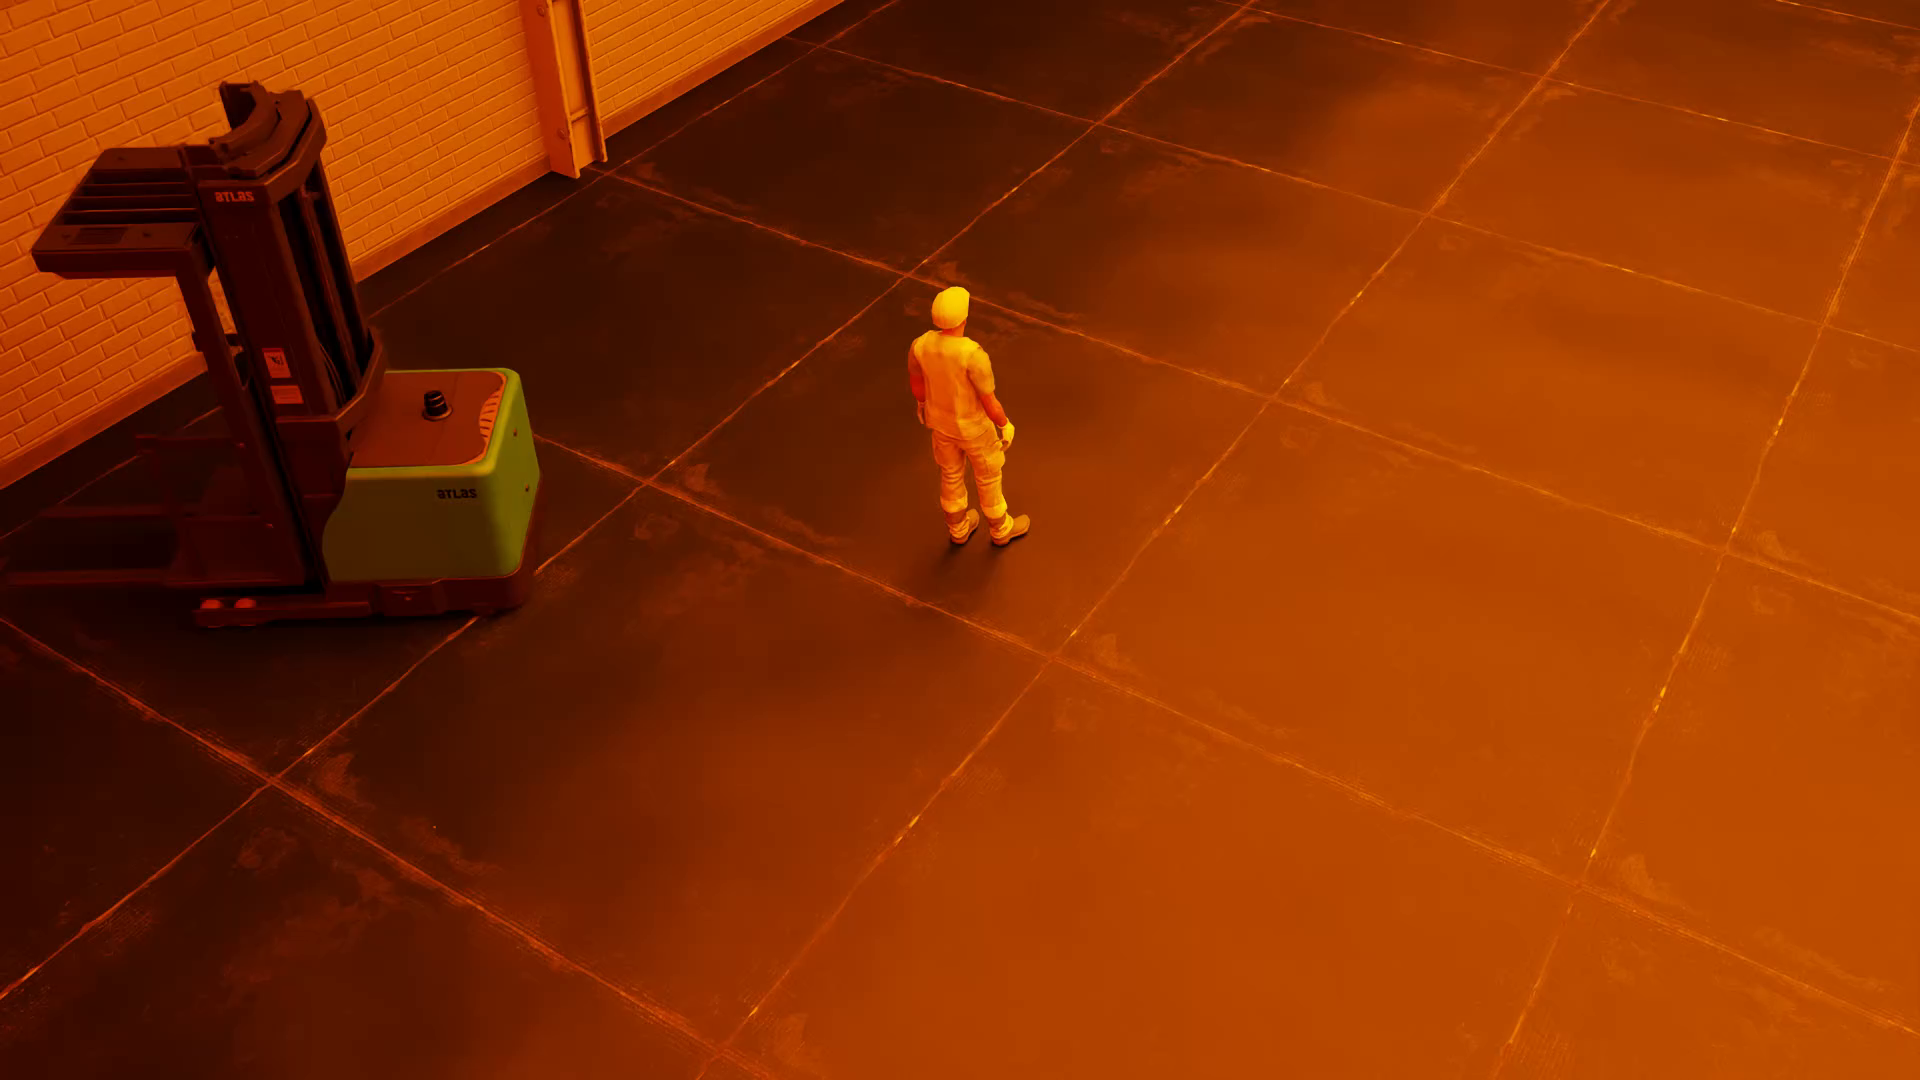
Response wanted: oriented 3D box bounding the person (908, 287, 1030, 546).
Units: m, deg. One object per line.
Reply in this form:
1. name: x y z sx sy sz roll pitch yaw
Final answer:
1. person: 0.052 -0.728 9.699 0.638 1.789 0.562 22 45 24

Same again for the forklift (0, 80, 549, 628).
1. forklift: -4.062 -0.962 9.103 3.031 2.935 1.130 -2 40 -2
